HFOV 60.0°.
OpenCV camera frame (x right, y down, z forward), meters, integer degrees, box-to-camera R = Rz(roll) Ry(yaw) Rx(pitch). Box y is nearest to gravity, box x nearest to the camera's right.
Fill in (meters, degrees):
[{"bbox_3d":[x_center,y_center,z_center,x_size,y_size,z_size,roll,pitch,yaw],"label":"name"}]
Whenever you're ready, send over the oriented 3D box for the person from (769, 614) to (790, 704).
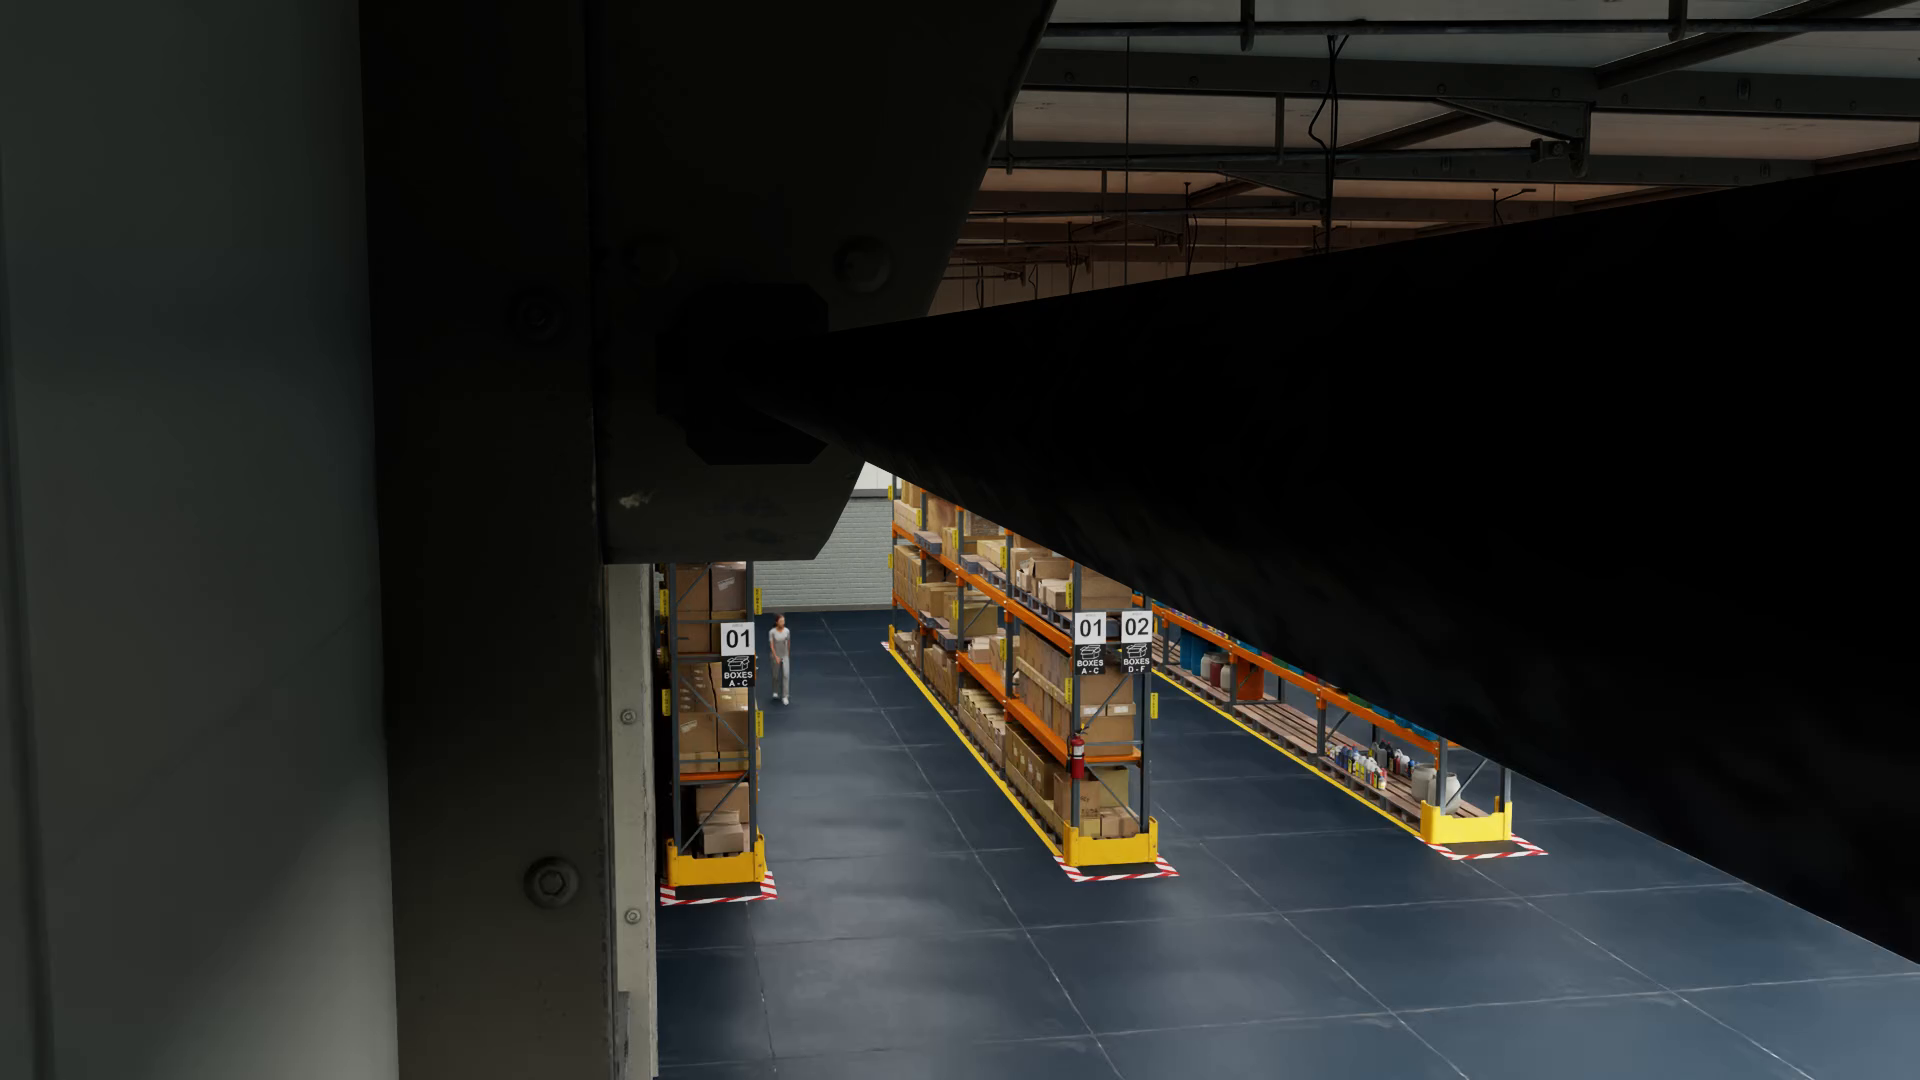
[{"bbox_3d":[-3.328,2.178,30.853,0.439,1.615,0.961,-2,7,-20],"label":"person"}]
